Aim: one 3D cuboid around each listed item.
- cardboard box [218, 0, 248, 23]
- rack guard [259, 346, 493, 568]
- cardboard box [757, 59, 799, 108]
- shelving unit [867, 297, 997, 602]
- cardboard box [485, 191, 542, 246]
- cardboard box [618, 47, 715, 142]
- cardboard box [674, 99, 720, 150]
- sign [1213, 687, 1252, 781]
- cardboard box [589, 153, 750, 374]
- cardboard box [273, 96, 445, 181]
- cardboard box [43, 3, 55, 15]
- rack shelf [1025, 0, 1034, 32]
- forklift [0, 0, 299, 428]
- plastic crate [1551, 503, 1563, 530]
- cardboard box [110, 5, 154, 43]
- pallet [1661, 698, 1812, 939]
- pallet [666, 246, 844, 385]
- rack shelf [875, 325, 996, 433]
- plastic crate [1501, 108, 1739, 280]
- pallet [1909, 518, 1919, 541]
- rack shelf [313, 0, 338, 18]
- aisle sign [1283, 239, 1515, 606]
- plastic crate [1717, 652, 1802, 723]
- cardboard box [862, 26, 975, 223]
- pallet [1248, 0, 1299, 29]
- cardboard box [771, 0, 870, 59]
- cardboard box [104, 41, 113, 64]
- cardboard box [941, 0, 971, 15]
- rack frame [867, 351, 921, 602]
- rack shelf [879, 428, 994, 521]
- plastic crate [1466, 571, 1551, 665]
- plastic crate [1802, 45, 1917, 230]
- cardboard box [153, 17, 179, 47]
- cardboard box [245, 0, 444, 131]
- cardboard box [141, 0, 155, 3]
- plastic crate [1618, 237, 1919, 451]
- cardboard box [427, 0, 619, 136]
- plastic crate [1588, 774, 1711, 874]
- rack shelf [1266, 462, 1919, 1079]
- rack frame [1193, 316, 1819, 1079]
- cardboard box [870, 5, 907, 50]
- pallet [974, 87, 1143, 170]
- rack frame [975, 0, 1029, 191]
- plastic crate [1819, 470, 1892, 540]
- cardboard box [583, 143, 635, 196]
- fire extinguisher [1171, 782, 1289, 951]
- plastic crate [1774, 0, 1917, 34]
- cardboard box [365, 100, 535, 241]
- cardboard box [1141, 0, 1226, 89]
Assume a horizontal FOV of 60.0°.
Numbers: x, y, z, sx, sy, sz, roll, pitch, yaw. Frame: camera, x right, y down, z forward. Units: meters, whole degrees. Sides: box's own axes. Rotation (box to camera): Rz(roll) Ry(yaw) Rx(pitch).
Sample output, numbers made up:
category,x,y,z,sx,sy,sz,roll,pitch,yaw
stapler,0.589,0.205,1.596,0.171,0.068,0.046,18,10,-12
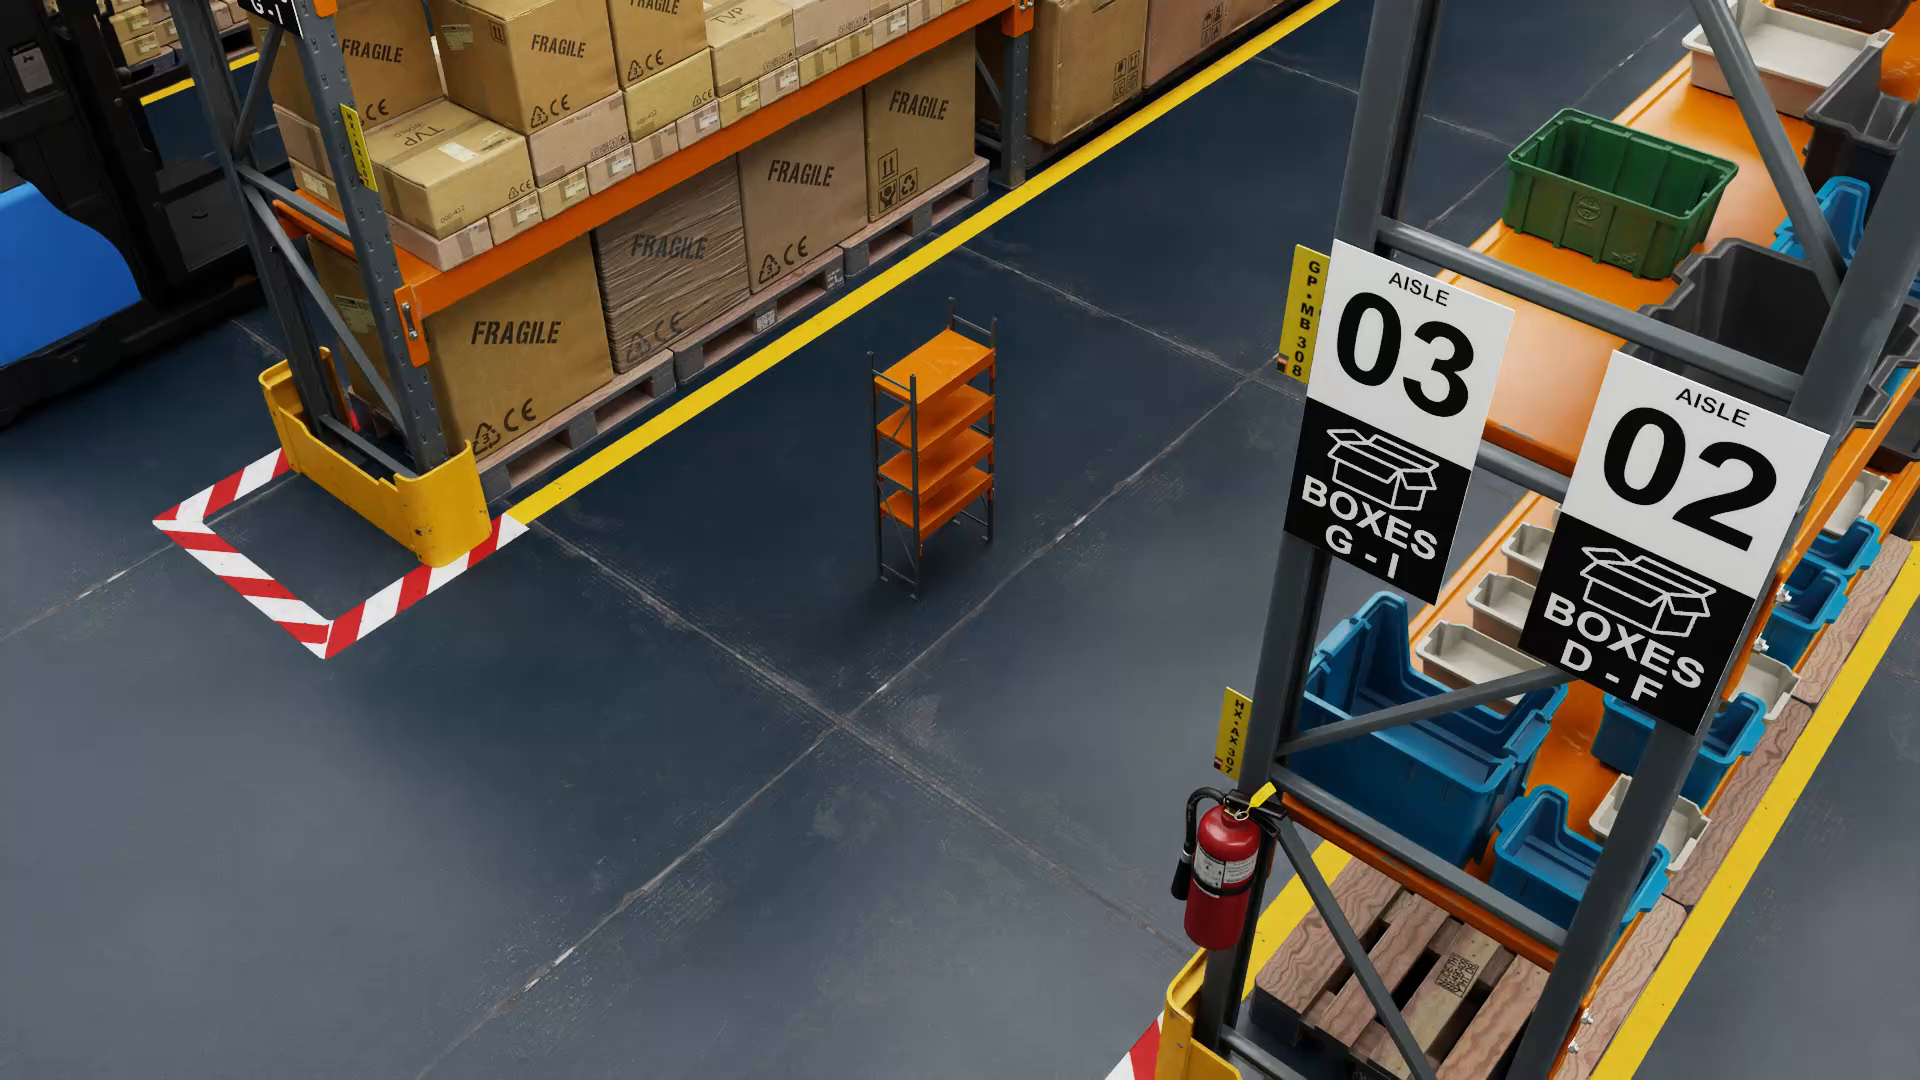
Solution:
category,x,y,z,sx,sy,sz,roll,pitch,yaw
cardboard box,-4.779,-3.556,10.920,0.380,0.149,0.250,30,50,28
rack guard,-2.630,-0.385,7.484,1.175,0.500,0.348,29,50,28
cardboard box,-0.977,-2.198,7.806,0.380,0.149,0.250,30,50,29
shelving unit,-0.107,-0.359,6.935,0.258,1.200,0.503,29,50,28
cardboard box,-1.970,-1.402,6.931,0.380,0.149,0.250,29,50,28
cardboard box,-1.444,-2.035,7.331,0.500,0.250,0.500,28,49,27
cardboard box,-1.308,-1.933,7.515,0.380,0.149,0.250,29,50,28
sign,0.745,0.532,4.496,0.100,0.325,0.005,29,50,28
cardboard box,-1.679,-1.524,8.146,0.875,0.875,0.875,29,50,28
cardboard box,-2.506,-1.741,7.008,0.500,0.250,0.500,29,50,28
cardboard box,-5.664,-3.159,10.042,0.380,0.149,0.250,30,50,29
rack shelf,1.247,-4.146,10.297,1.077,0.370,4.000,29,50,28
forklift,-4.186,-2.506,8.010,1.130,2.935,3.031,29,50,28
plastic crate,2.097,-0.058,5.418,0.298,0.136,0.250,29,50,28
cardboard box,-5.255,-3.257,10.371,0.380,0.149,0.250,31,51,30
pallet,2.522,0.820,6.373,1.003,0.211,1.213,29,50,28
pallet,-1.375,-1.362,8.773,1.003,0.211,1.213,29,50,28
rack shelf,-0.107,-0.649,6.671,0.258,0.148,0.480,29,50,28
plastic crate,1.592,-0.841,4.055,0.450,0.188,0.336,29,50,28
pallet,4.279,-0.585,7.919,1.003,0.211,1.213,29,50,28
rack shelf,-1.328,-3.196,7.022,1.077,0.370,4.000,29,50,28
aisle sign,0.906,-0.230,3.523,0.394,0.787,0.004,29,50,28
plastic crate,2.293,0.434,4.877,0.250,0.136,0.298,29,50,28
cardboard box,-0.527,-2.446,9.160,0.875,0.875,0.875,29,50,28
pallet,1.969,-4.037,11.715,1.003,0.211,1.213,29,50,28
cardboard box,-0.783,-2.565,7.914,0.500,0.250,0.500,31,50,29
cardboard box,-5.504,-3.055,10.369,0.380,0.149,0.250,30,50,29
cardboard box,-0.152,-2.857,8.532,0.380,0.149,0.250,30,50,29
rack frame,-0.264,-0.233,6.797,0.240,1.200,0.015,29,50,28
rack shelf,-0.107,-0.309,6.980,0.258,0.148,0.480,29,50,28
plastic crate,1.760,0.256,5.072,0.396,0.136,0.243,29,50,28
plastic crate,2.370,-0.933,4.045,0.504,0.338,0.767,29,50,28
cardboard box,-5.164,-3.312,10.652,0.380,0.149,0.250,30,50,29
cardboard box,-2.502,-2.019,6.756,0.500,0.500,0.500,30,50,29
cardboard box,-5.121,-3.536,10.456,0.380,0.149,0.250,32,51,30
plastic crate,1.637,-0.317,3.419,0.497,0.269,0.590,29,50,28
cardboard box,-1.778,-2.042,6.782,0.500,0.500,0.500,28,49,28
plastic crate,1.857,0.783,4.492,0.250,0.136,0.298,29,50,28
rack shelf,2.463,0.058,5.673,1.077,0.370,4.000,29,50,28
rack frame,1.176,0.822,4.299,1.000,3.000,0.127,29,50,28
cardboard box,-0.482,-2.593,8.241,0.380,0.149,0.250,30,50,29
pallet,0.398,-2.780,10.333,1.003,0.211,1.213,29,50,28
rack frame,-0.041,-3.382,8.922,1.000,3.000,0.127,29,50,28
plastic crate,2.860,-0.136,5.503,0.293,0.136,0.466,29,50,28
cardboard box,-1.638,-1.669,7.225,0.380,0.149,0.250,29,50,28
fire extinguisher,0.731,0.869,4.581,0.296,0.674,0.183,29,50,28
plastic crate,2.741,-1.778,5.026,0.497,0.269,0.590,29,50,28
cardboard box,-2.099,-1.507,6.751,0.500,0.250,0.500,28,49,27
cardboard box,0.930,-3.550,10.374,1.225,0.875,0.875,28,49,27
